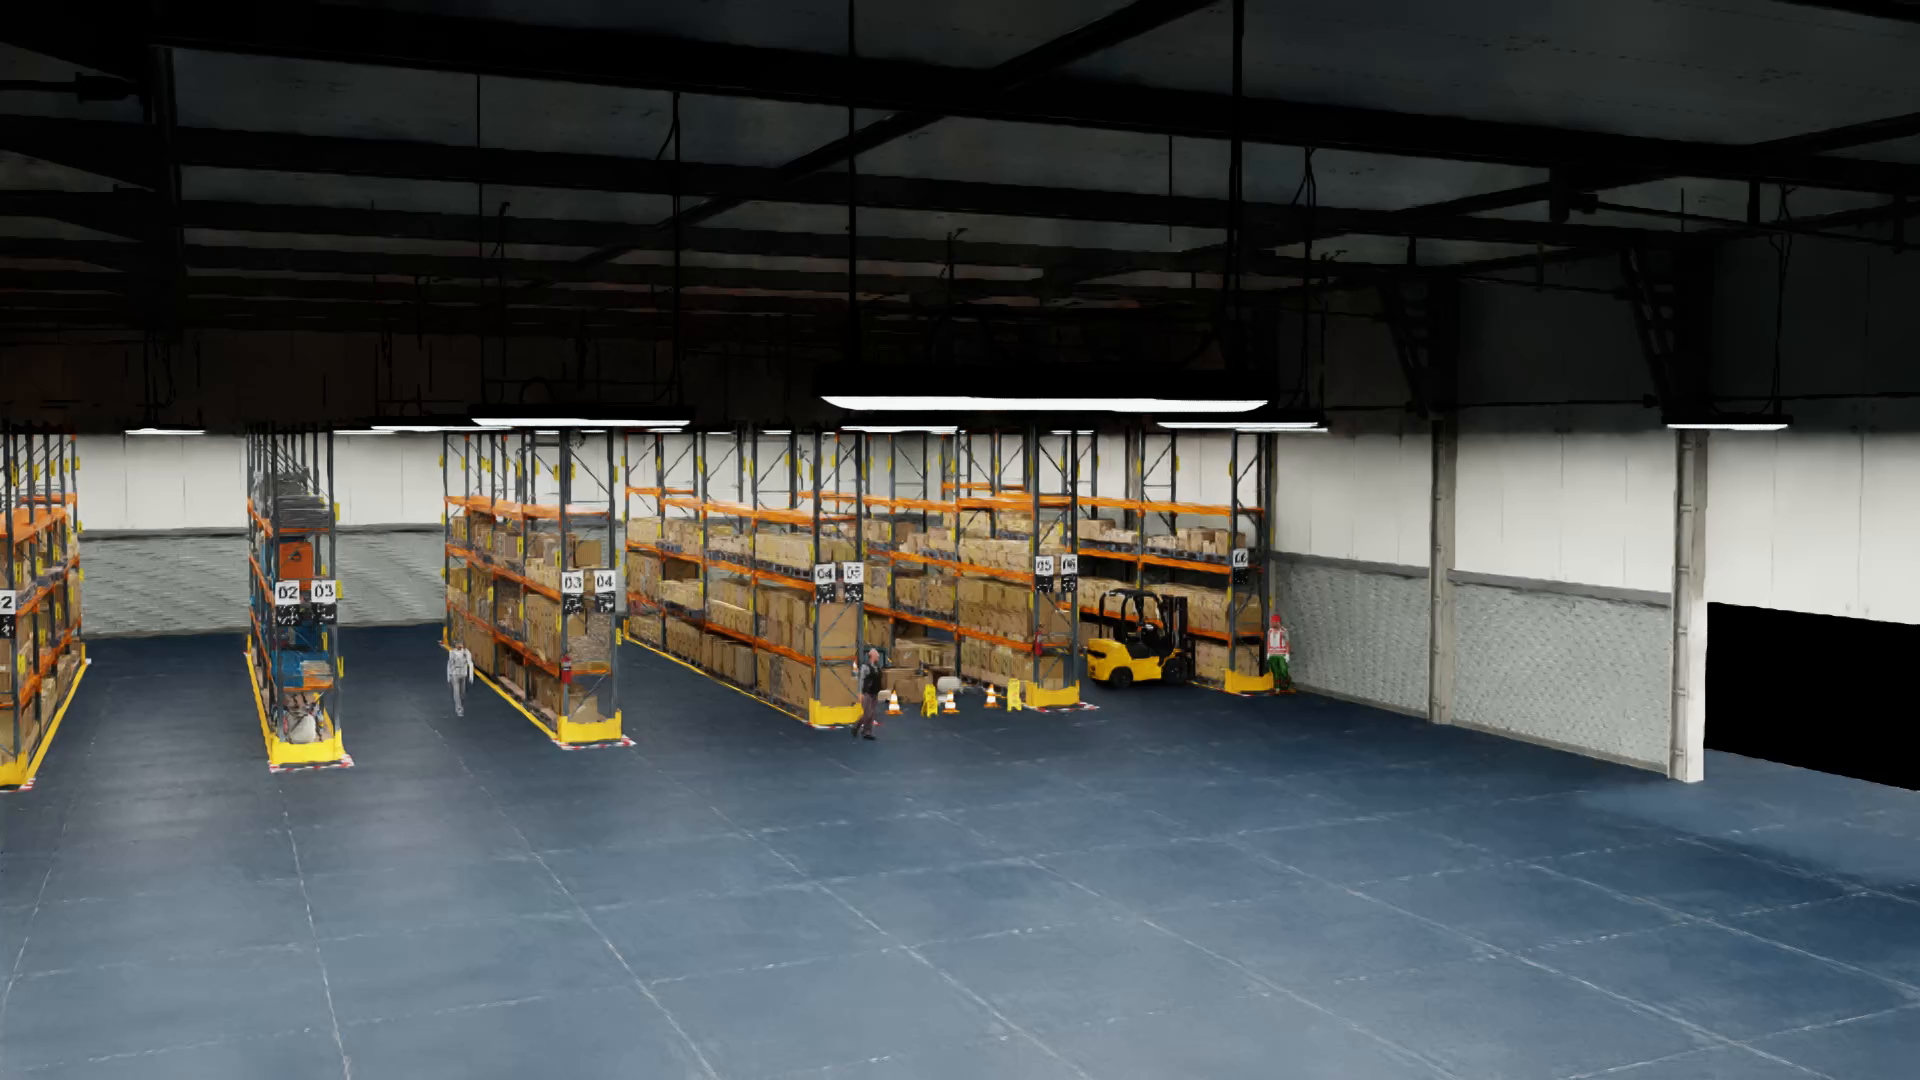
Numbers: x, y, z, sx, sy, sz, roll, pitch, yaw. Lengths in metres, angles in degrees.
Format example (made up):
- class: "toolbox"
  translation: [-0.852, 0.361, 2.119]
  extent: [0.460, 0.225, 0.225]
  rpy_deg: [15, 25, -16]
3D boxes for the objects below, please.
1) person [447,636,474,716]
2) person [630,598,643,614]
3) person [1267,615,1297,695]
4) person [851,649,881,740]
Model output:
- class: "person"
  translation: [-10.251, 2.767, 34.153]
  extent: [0.502, 1.625, 0.988]
  rpy_deg: [-2, 4, -25]
- class: "person"
  translation: [-9.693, 1.782, 49.866]
  extent: [0.516, 1.663, 0.515]
  rpy_deg: [1, 4, 12]
- class: "person"
  translation: [7.073, 2.532, 36.636]
  extent: [0.697, 1.780, 0.463]
  rpy_deg: [3, 4, 37]
- class: "person"
  translation: [-1.769, 2.906, 31.395]
  extent: [0.503, 1.715, 0.591]
  rpy_deg: [2, 4, 29]
